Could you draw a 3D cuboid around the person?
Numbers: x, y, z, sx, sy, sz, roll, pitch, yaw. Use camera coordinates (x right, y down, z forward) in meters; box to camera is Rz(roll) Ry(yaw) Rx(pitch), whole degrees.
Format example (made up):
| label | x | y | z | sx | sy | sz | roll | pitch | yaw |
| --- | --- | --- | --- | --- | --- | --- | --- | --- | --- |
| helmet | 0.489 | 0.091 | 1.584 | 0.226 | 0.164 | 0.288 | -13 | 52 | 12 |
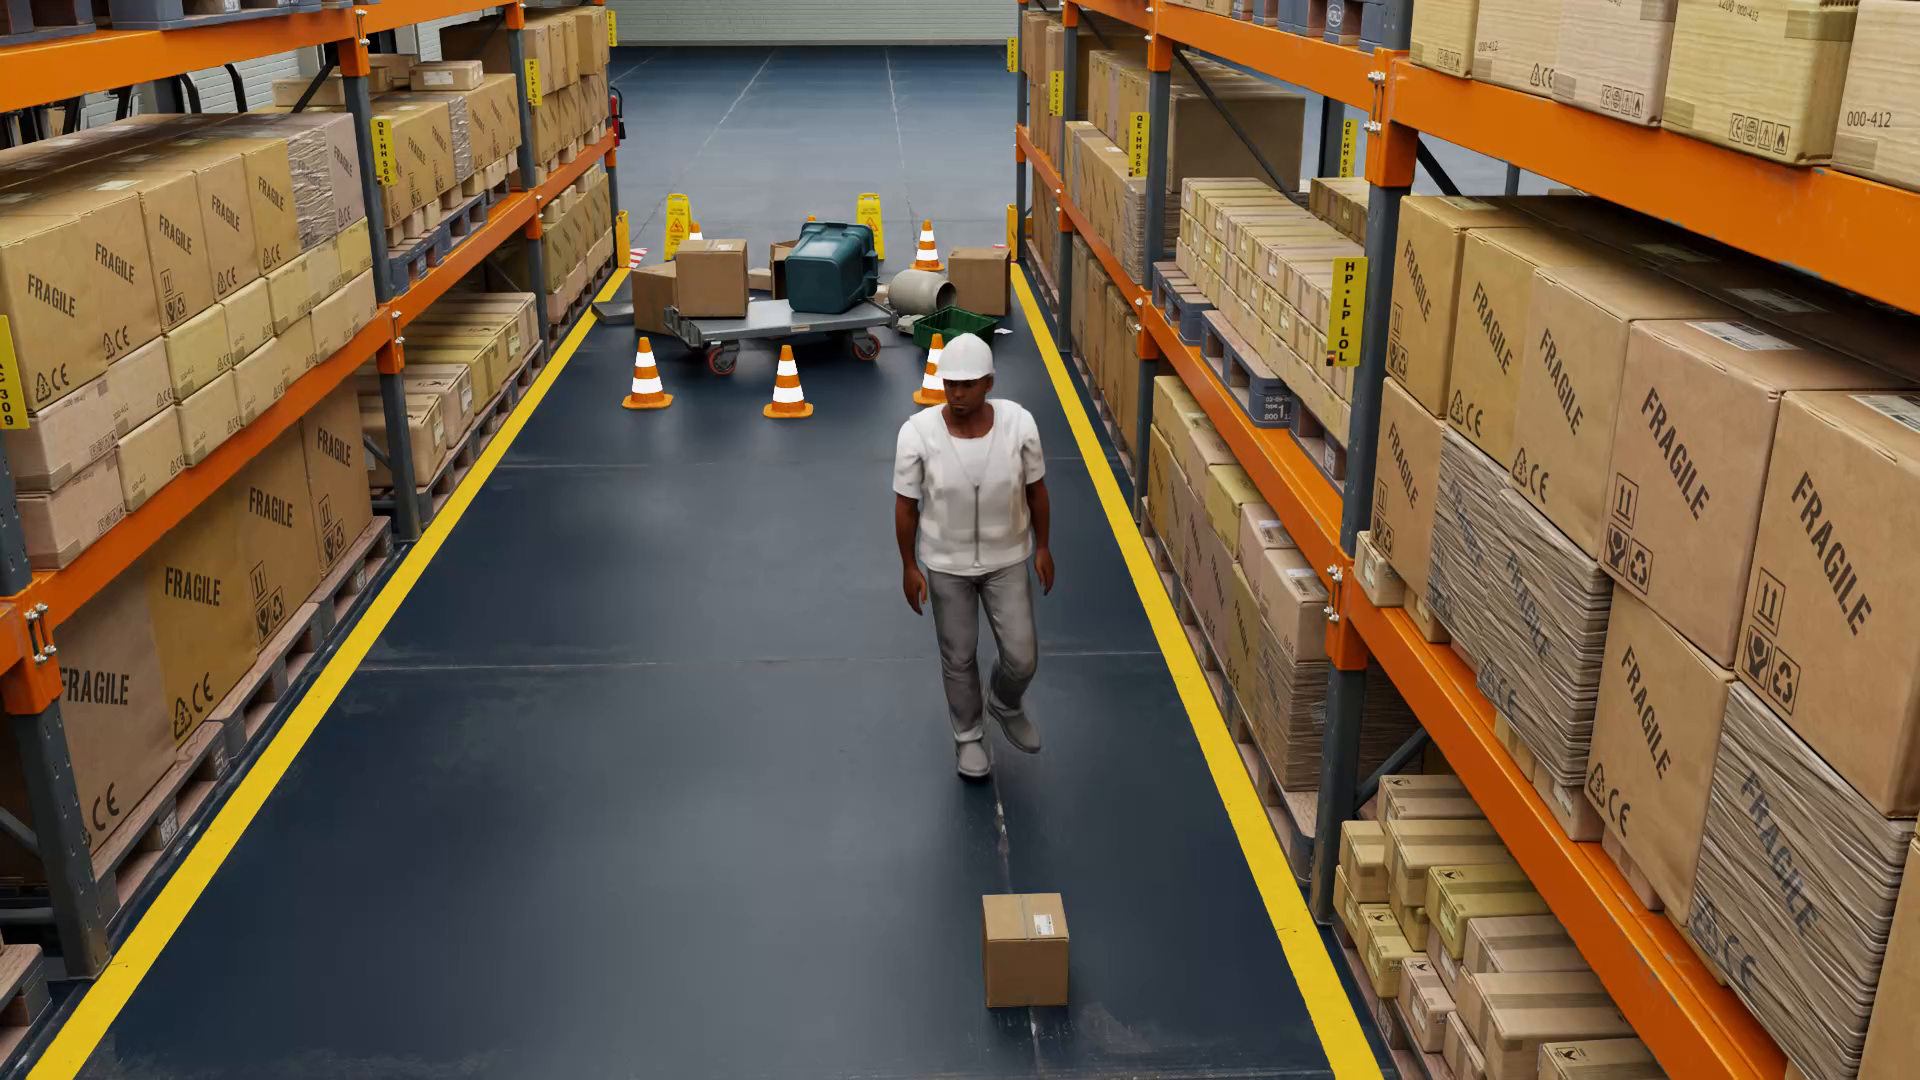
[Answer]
| label | x | y | z | sx | sy | sz | roll | pitch | yaw |
| --- | --- | --- | --- | --- | --- | --- | --- | --- | --- |
| person | 0.058 | 0.073 | 6.274 | 0.615 | 1.756 | 0.474 | -1 | 20 | -3 |
